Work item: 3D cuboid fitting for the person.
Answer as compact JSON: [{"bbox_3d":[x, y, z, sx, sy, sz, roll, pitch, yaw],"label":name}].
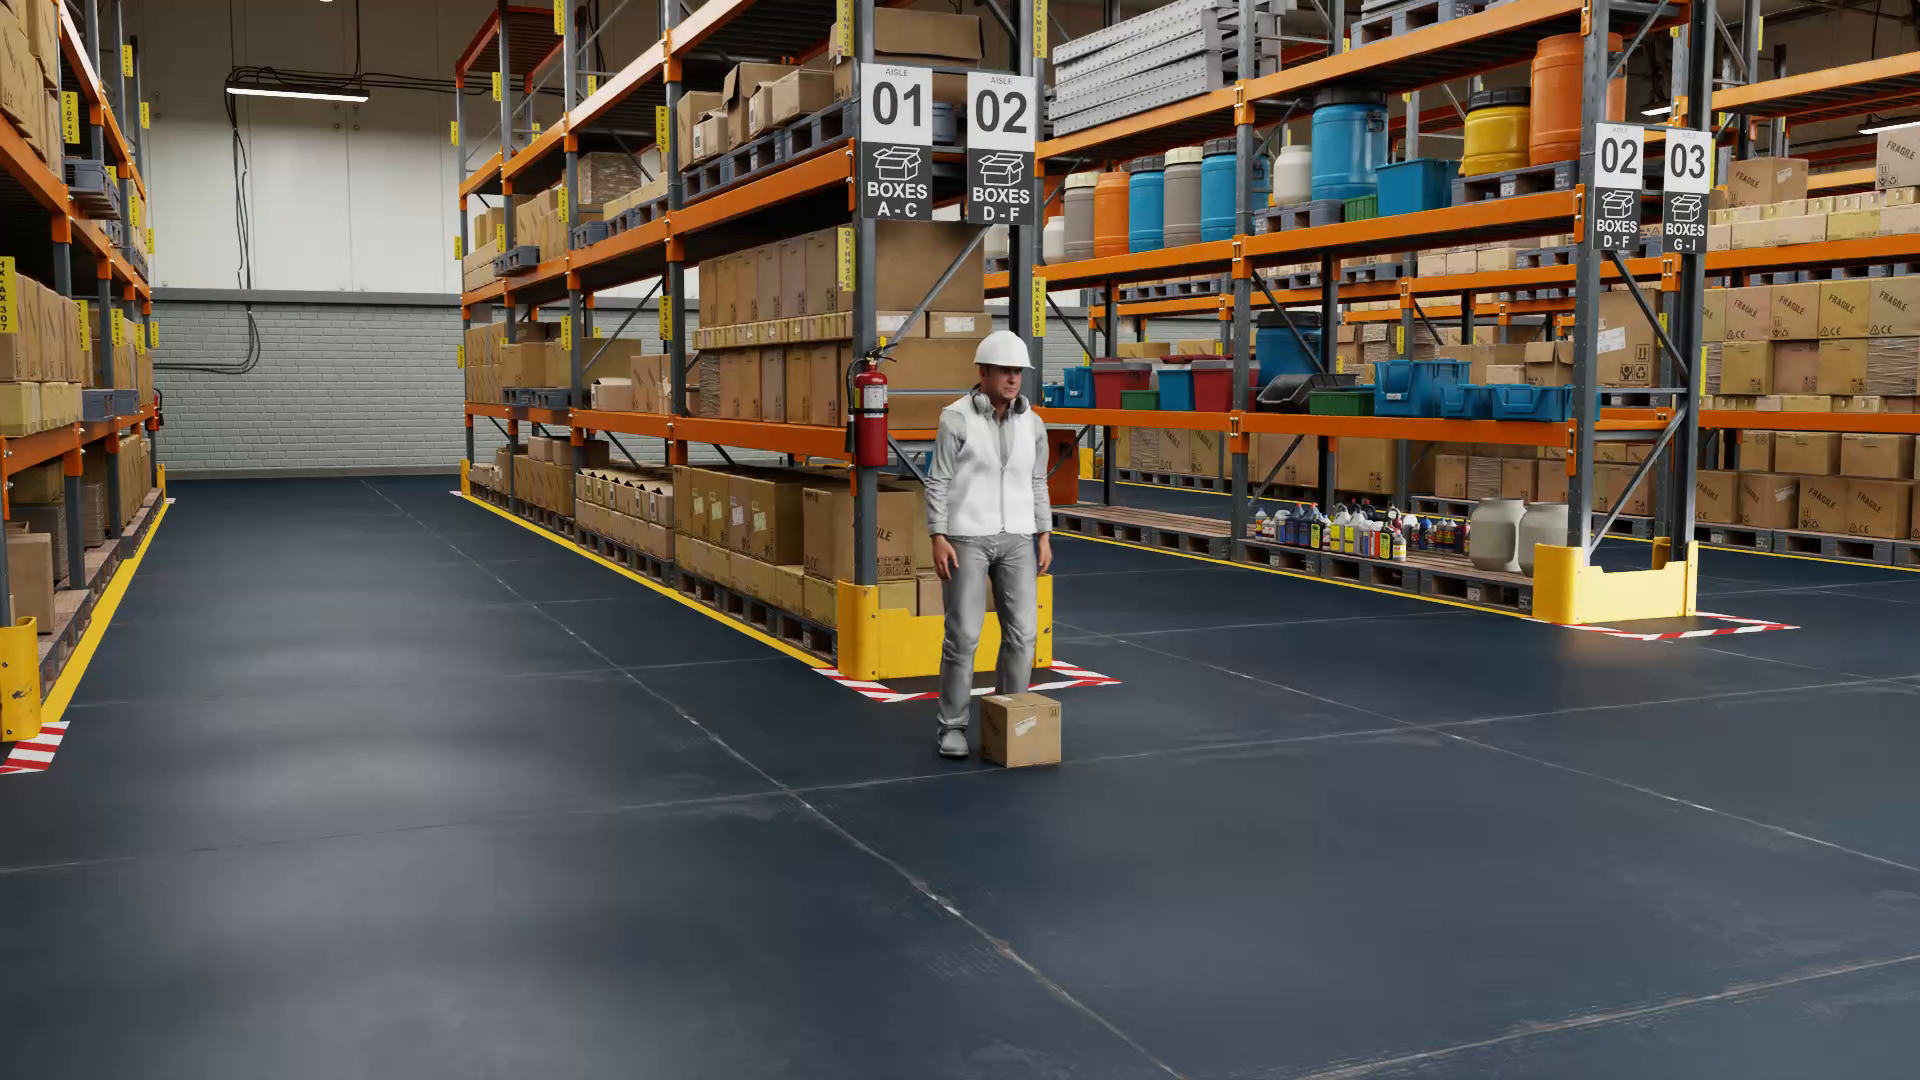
[{"bbox_3d":[0.132,0.006,7.048,0.579,1.771,0.472,-3,6,-26],"label":"person"}]
